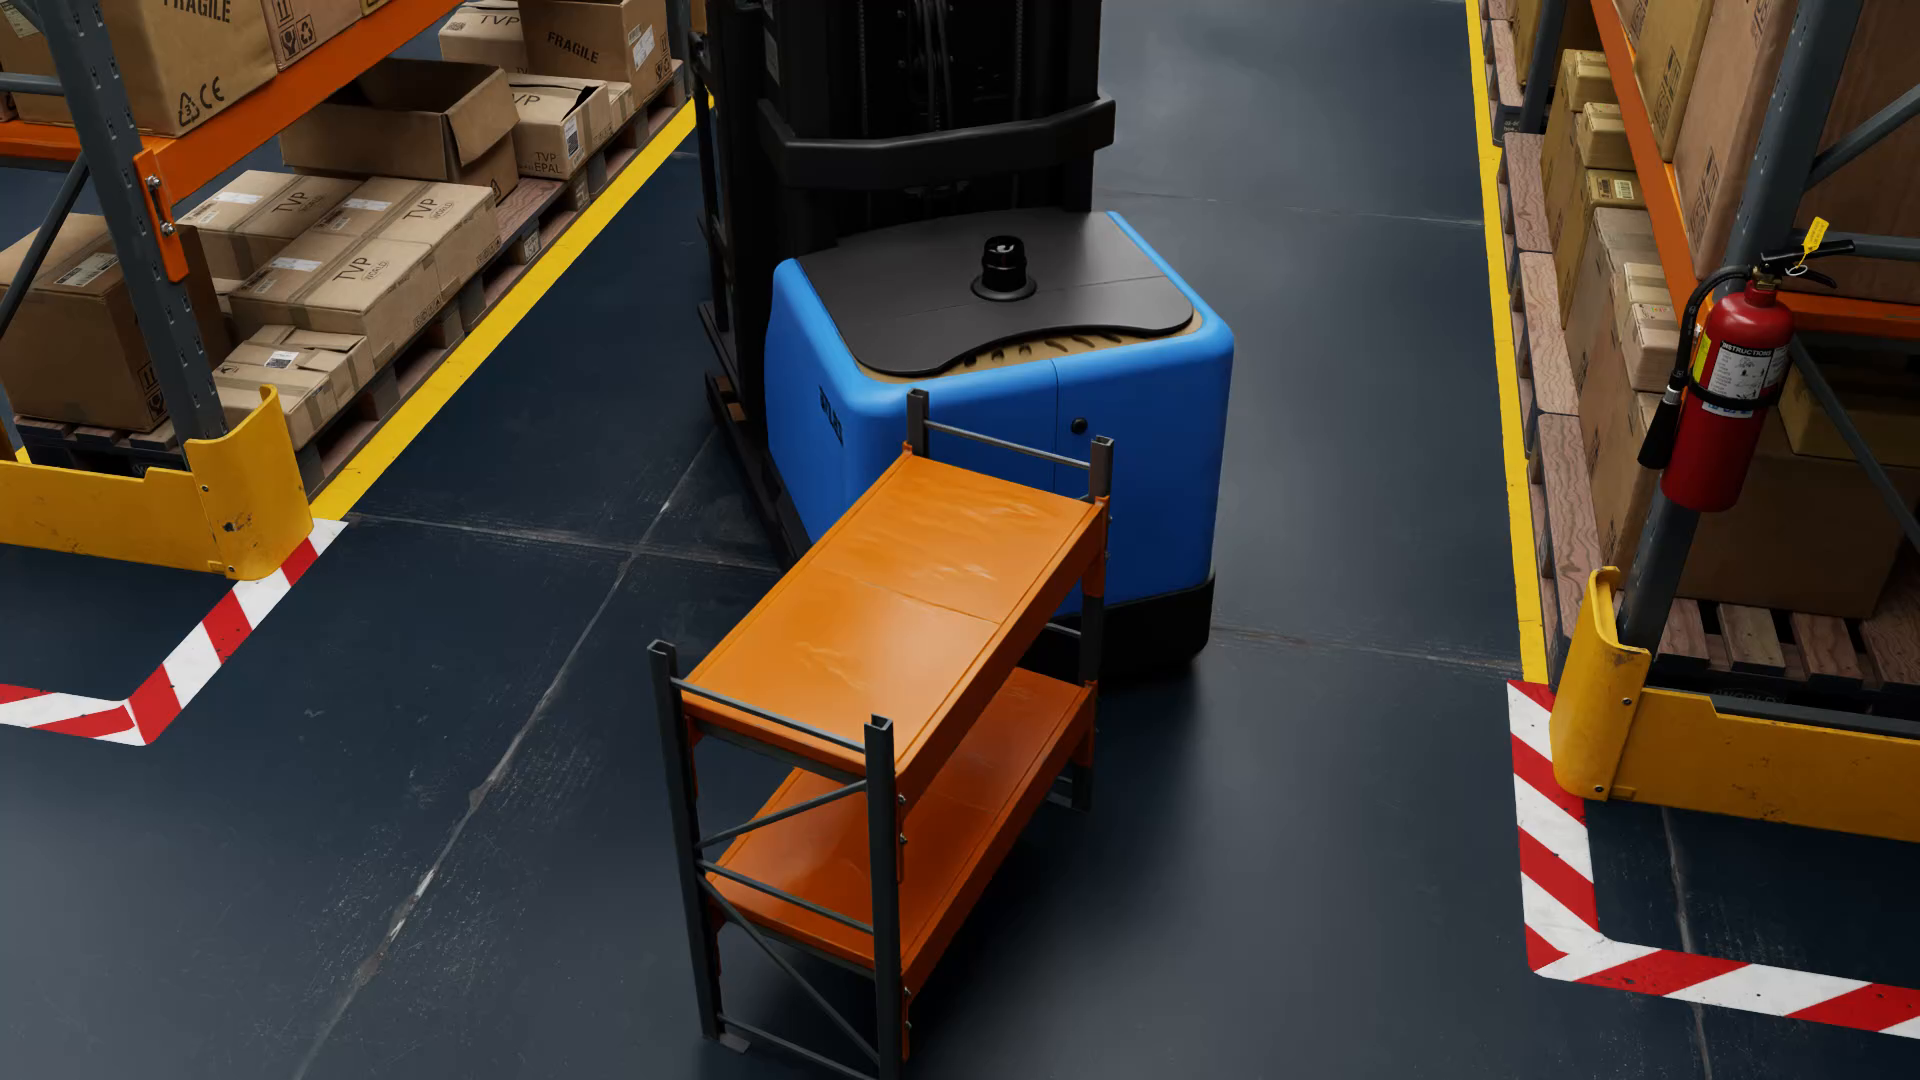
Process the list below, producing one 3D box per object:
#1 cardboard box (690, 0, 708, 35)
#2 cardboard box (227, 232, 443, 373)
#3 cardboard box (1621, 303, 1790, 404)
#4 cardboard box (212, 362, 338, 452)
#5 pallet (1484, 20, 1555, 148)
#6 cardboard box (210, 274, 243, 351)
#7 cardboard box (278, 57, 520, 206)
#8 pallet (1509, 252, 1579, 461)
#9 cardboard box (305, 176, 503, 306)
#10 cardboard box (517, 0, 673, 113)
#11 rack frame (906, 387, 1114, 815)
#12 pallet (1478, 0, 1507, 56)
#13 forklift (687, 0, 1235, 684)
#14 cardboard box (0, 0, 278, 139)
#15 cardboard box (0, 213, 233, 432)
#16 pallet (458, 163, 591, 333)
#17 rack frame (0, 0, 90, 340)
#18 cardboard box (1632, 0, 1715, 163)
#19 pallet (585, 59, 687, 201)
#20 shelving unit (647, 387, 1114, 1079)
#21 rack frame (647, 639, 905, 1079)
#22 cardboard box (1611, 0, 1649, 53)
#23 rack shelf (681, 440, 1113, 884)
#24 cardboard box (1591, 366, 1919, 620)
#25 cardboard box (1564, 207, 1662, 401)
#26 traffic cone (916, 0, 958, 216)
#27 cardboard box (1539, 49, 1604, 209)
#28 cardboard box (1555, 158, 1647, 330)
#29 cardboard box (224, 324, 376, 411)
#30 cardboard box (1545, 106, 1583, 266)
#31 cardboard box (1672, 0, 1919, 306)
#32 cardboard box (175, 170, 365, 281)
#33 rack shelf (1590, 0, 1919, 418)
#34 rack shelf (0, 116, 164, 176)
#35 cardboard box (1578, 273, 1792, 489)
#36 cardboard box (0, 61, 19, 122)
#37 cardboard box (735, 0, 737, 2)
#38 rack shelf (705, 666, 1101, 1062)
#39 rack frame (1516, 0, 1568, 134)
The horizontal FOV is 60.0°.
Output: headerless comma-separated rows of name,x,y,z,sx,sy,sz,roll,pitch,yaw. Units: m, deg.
cardboard box,-1.476,-2.916,8.472,0.500,0.500,0.500,6,36,8
cardboard box,-2.172,-0.837,5.817,0.500,0.250,0.500,7,37,10
cardboard box,2.070,-0.522,4.633,0.380,0.149,0.250,7,37,9
cardboard box,-2.247,-0.431,5.342,0.380,0.149,0.250,7,37,10
pallet,3.114,-2.207,8.115,1.003,0.211,1.213,7,37,10
cardboard box,-2.622,-0.804,5.843,0.380,0.166,0.250,7,37,10
cardboard box,-2.214,-1.593,6.644,0.797,0.503,0.637,7,37,10
pallet,2.525,-0.627,5.936,1.003,0.211,1.213,7,37,10
cardboard box,-2.065,-1.124,6.213,0.500,0.250,0.500,7,37,10
cardboard box,-1.662,-2.307,7.632,0.500,0.500,0.500,7,37,10
rack frame,0.108,0.178,4.046,0.500,1.125,0.032,16,39,21
pallet,3.372,-2.908,9.083,1.003,0.211,1.213,7,37,10
forklift,-0.249,-1.560,4.905,1.130,2.935,3.031,-11,37,-15
cardboard box,-2.319,-1.472,4.639,0.500,0.500,0.500,8,37,11
cardboard box,-2.796,-0.718,5.440,0.500,0.500,0.500,7,37,10
pallet,-2.224,-1.279,6.835,1.003,0.211,1.213,7,37,10
rack frame,-2.669,-1.209,4.363,0.949,2.616,0.053,7,37,10
cardboard box,2.412,-1.425,4.404,0.980,0.700,0.700,7,37,10
pallet,-1.965,-1.980,7.802,1.003,0.211,1.213,7,37,10
shelving unit,-0.119,0.445,3.678,0.538,1.125,1.048,16,39,21
rack frame,-0.346,0.712,3.309,0.500,1.125,0.032,16,39,21
cardboard box,2.584,-1.861,5.005,0.980,0.700,0.700,6,36,8
rack shelf,-0.119,0.208,3.506,0.538,0.278,1.000,16,39,21
cardboard box,2.220,-0.163,4.691,0.700,0.500,0.500,7,37,10
cardboard box,2.434,-0.738,5.484,0.700,0.500,0.500,6,36,8
traffic cone,-0.064,-0.999,4.782,0.206,1.202,0.290,7,37,10
cardboard box,2.763,-1.626,6.710,0.700,0.500,0.500,8,37,11
cardboard box,2.540,-1.045,5.907,0.700,0.500,0.500,8,37,11
cardboard box,-2.193,-0.581,5.535,0.380,0.166,0.250,7,37,10
cardboard box,2.652,-1.339,6.313,0.700,0.500,0.500,7,37,9
cardboard box,2.267,-1.006,3.826,0.980,0.700,0.700,9,37,12
cardboard box,-2.564,-1.158,6.260,0.500,0.250,0.500,7,37,10
rack shelf,2.596,-1.446,5.303,1.077,0.370,4.000,7,37,10
rack shelf,-2.245,-2.144,6.099,0.919,0.124,3.809,7,37,10
cardboard box,2.327,-0.450,5.086,0.700,0.500,0.500,7,37,10
cardboard box,-2.842,-1.541,4.735,0.500,0.500,0.500,8,37,11
cardboard box,-1.373,-3.223,8.896,0.500,0.500,0.500,8,37,11
rack shelf,-0.119,0.643,3.821,0.538,0.278,1.000,16,39,21
rack frame,3.023,-2.884,6.673,1.000,3.000,0.127,7,37,10
